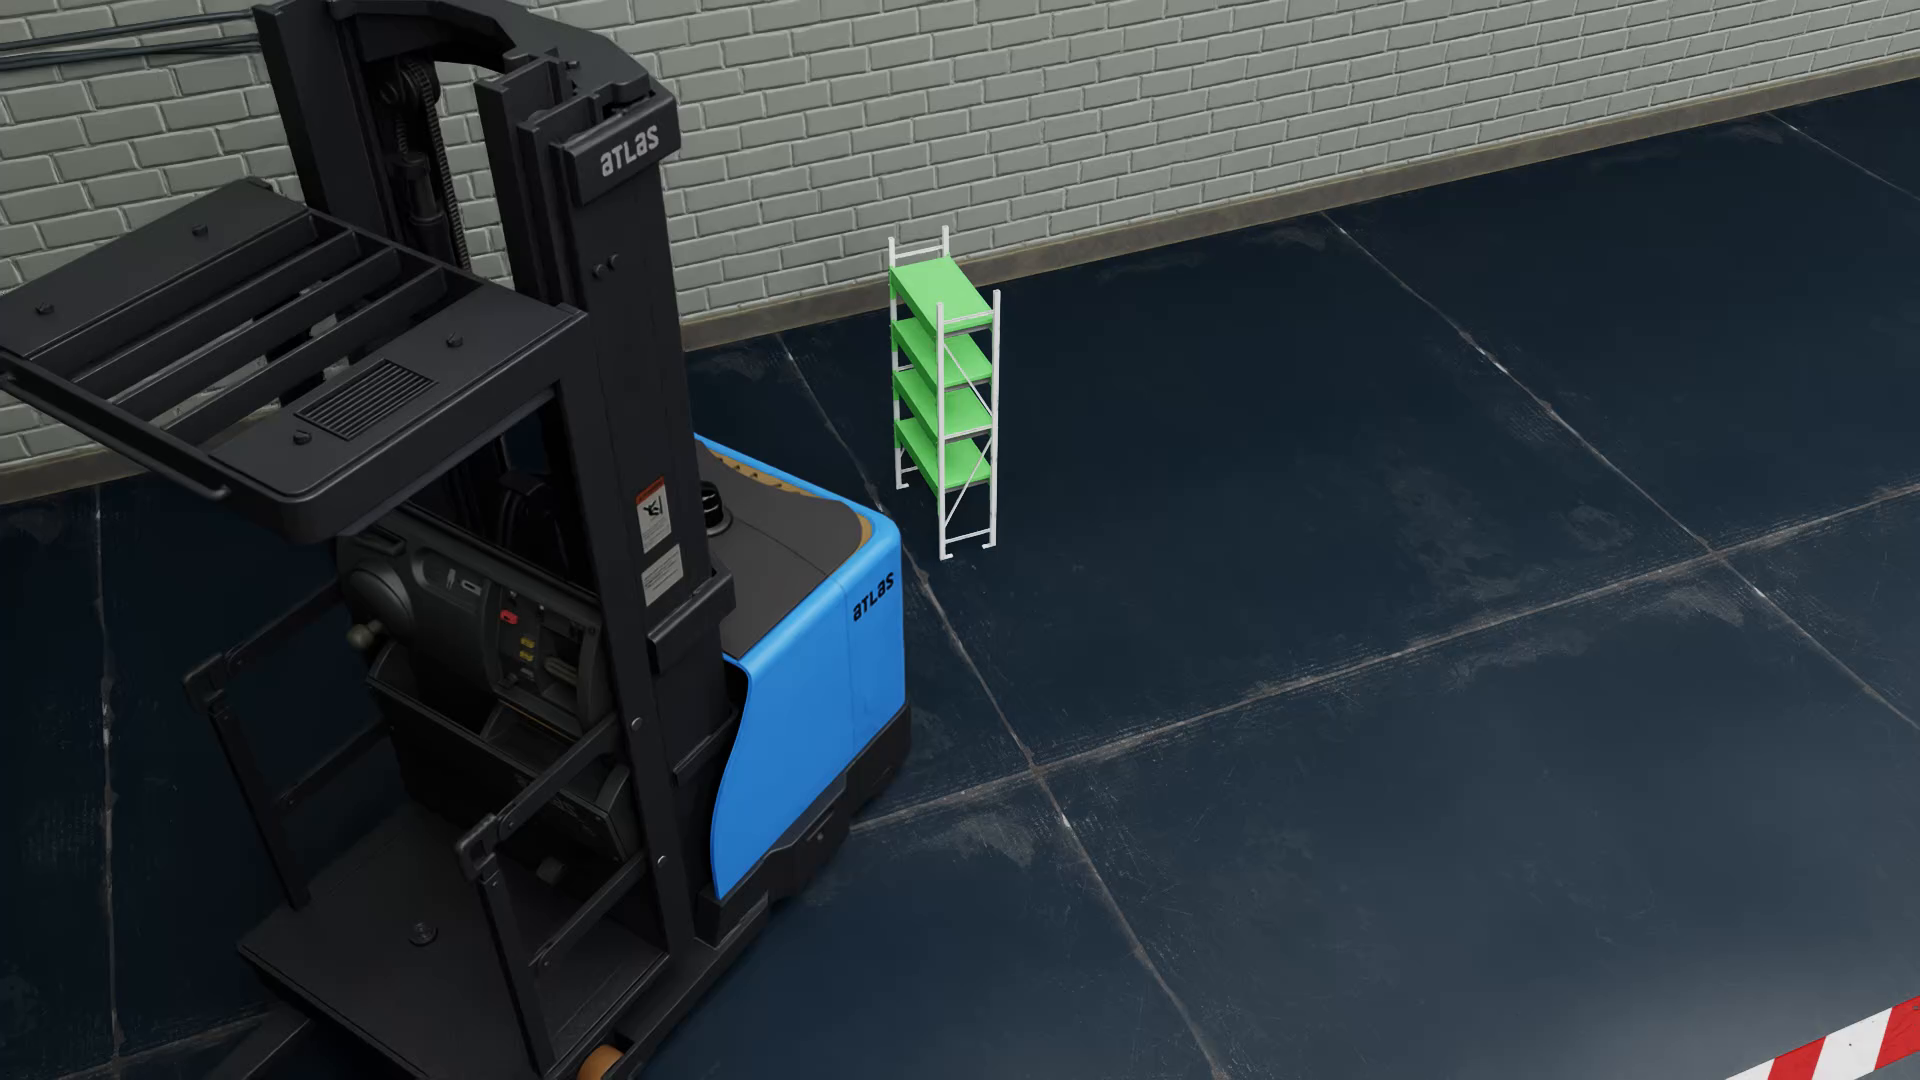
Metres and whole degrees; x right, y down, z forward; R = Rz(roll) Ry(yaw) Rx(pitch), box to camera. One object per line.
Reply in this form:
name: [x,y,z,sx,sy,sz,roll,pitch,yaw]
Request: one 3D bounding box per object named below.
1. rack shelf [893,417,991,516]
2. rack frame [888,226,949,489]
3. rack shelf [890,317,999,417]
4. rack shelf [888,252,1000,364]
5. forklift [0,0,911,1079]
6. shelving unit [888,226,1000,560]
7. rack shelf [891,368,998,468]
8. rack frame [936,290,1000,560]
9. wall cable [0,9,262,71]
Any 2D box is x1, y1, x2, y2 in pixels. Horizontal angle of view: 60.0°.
rack shelf: [-0.063,-0.324,6.673,0.258,0.148,0.480,-15,43,-17]
rack frame: [-0.157,-0.702,6.646,0.240,1.200,0.015,-15,43,-17]
rack shelf: [-0.063,-0.688,6.360,0.258,0.148,0.480,-15,43,-17]
rack shelf: [-0.063,-0.870,6.203,0.258,0.148,0.480,-15,43,-17]
forklift: [-1.400,0.275,4.182,1.130,2.935,3.031,23,46,25]
shelving unit: [-0.063,-0.555,6.475,0.258,1.200,0.503,-15,43,-17]
rack shelf: [-0.063,-0.506,6.516,0.258,0.148,0.480,-15,43,-17]
rack frame: [0.030,-0.408,6.304,0.240,1.200,0.015,-15,43,-17]
wall cable: [-3.605,-2.473,5.105,3.097,2.526,0.112,-15,43,-17]
